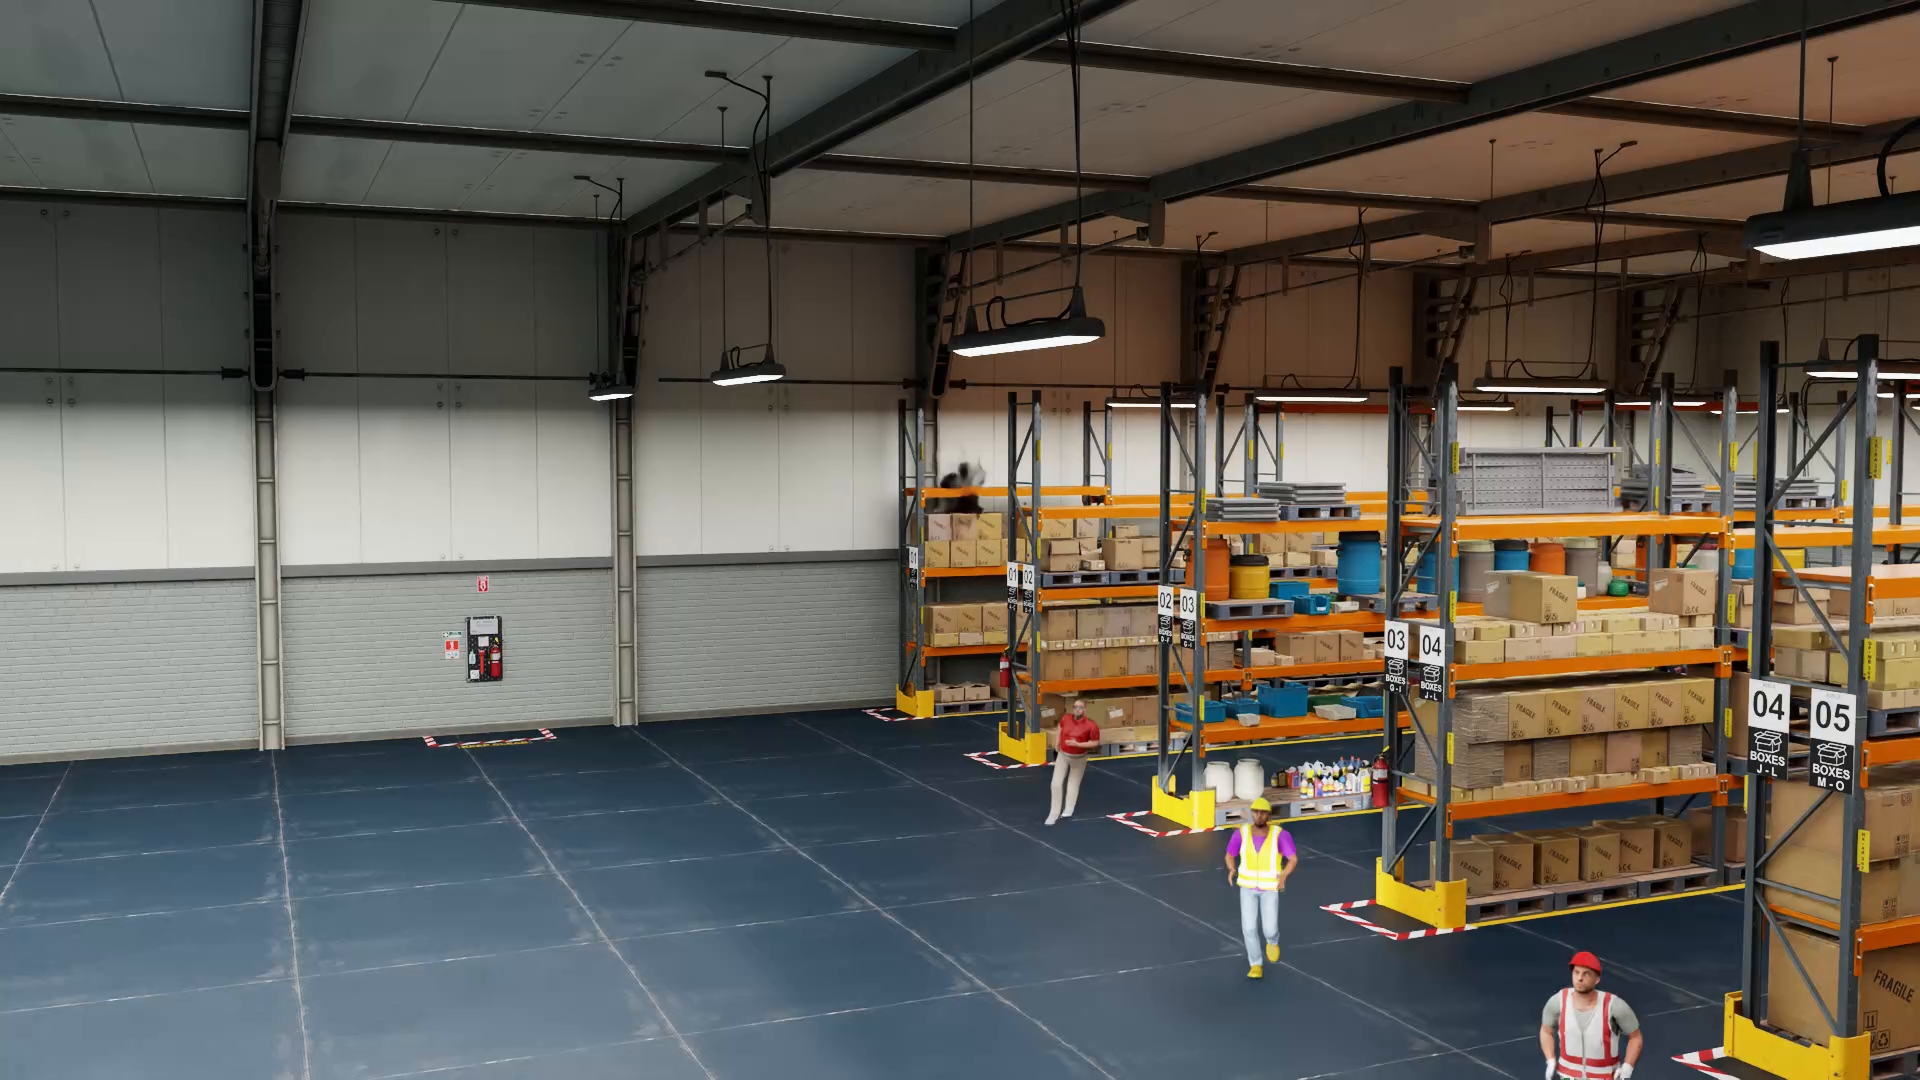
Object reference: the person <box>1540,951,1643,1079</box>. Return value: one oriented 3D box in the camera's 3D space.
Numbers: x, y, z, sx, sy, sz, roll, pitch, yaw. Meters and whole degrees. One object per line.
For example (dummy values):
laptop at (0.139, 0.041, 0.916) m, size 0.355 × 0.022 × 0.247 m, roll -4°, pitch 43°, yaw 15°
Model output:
person at (4.236, 3.637, 11.220) m, size 0.653 × 1.749 × 0.564 m, roll 2°, pitch 4°, yaw 30°

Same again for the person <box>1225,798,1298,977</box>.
person at (2.911, 3.356, 16.155) m, size 0.697 × 1.717 × 0.608 m, roll 1°, pitch 4°, yaw 18°

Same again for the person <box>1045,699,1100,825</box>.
person at (1.556, 3.023, 22.570) m, size 0.731 × 1.779 × 0.688 m, roll 1°, pitch 4°, yaw 19°
